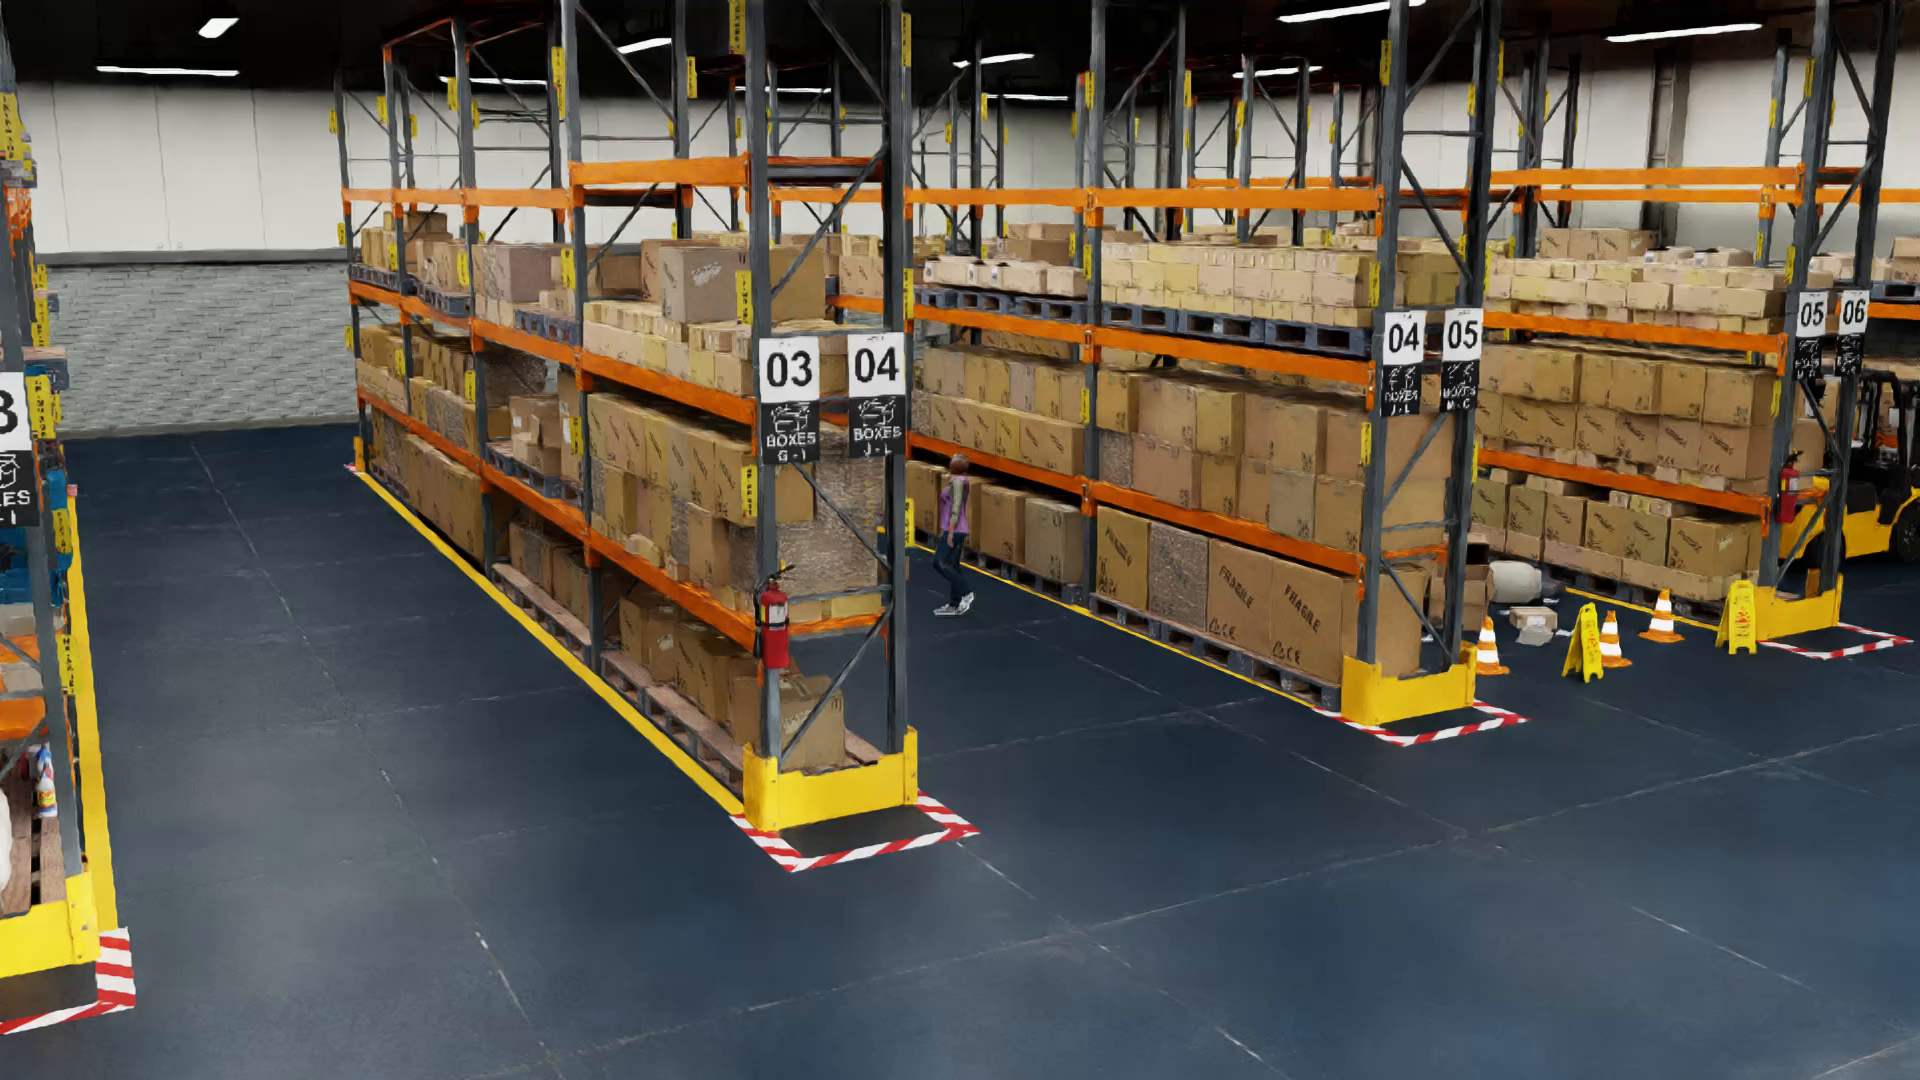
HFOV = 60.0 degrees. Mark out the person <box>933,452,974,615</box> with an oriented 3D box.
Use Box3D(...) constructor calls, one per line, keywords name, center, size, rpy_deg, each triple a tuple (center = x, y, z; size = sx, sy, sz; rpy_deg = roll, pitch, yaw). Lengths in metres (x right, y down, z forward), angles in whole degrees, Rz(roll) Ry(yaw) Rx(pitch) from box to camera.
Box3D(name="person", center=(-0.053, -0.052, 16.254), size=(0.404, 1.579, 0.499), rpy_deg=(1, 12, 5))
